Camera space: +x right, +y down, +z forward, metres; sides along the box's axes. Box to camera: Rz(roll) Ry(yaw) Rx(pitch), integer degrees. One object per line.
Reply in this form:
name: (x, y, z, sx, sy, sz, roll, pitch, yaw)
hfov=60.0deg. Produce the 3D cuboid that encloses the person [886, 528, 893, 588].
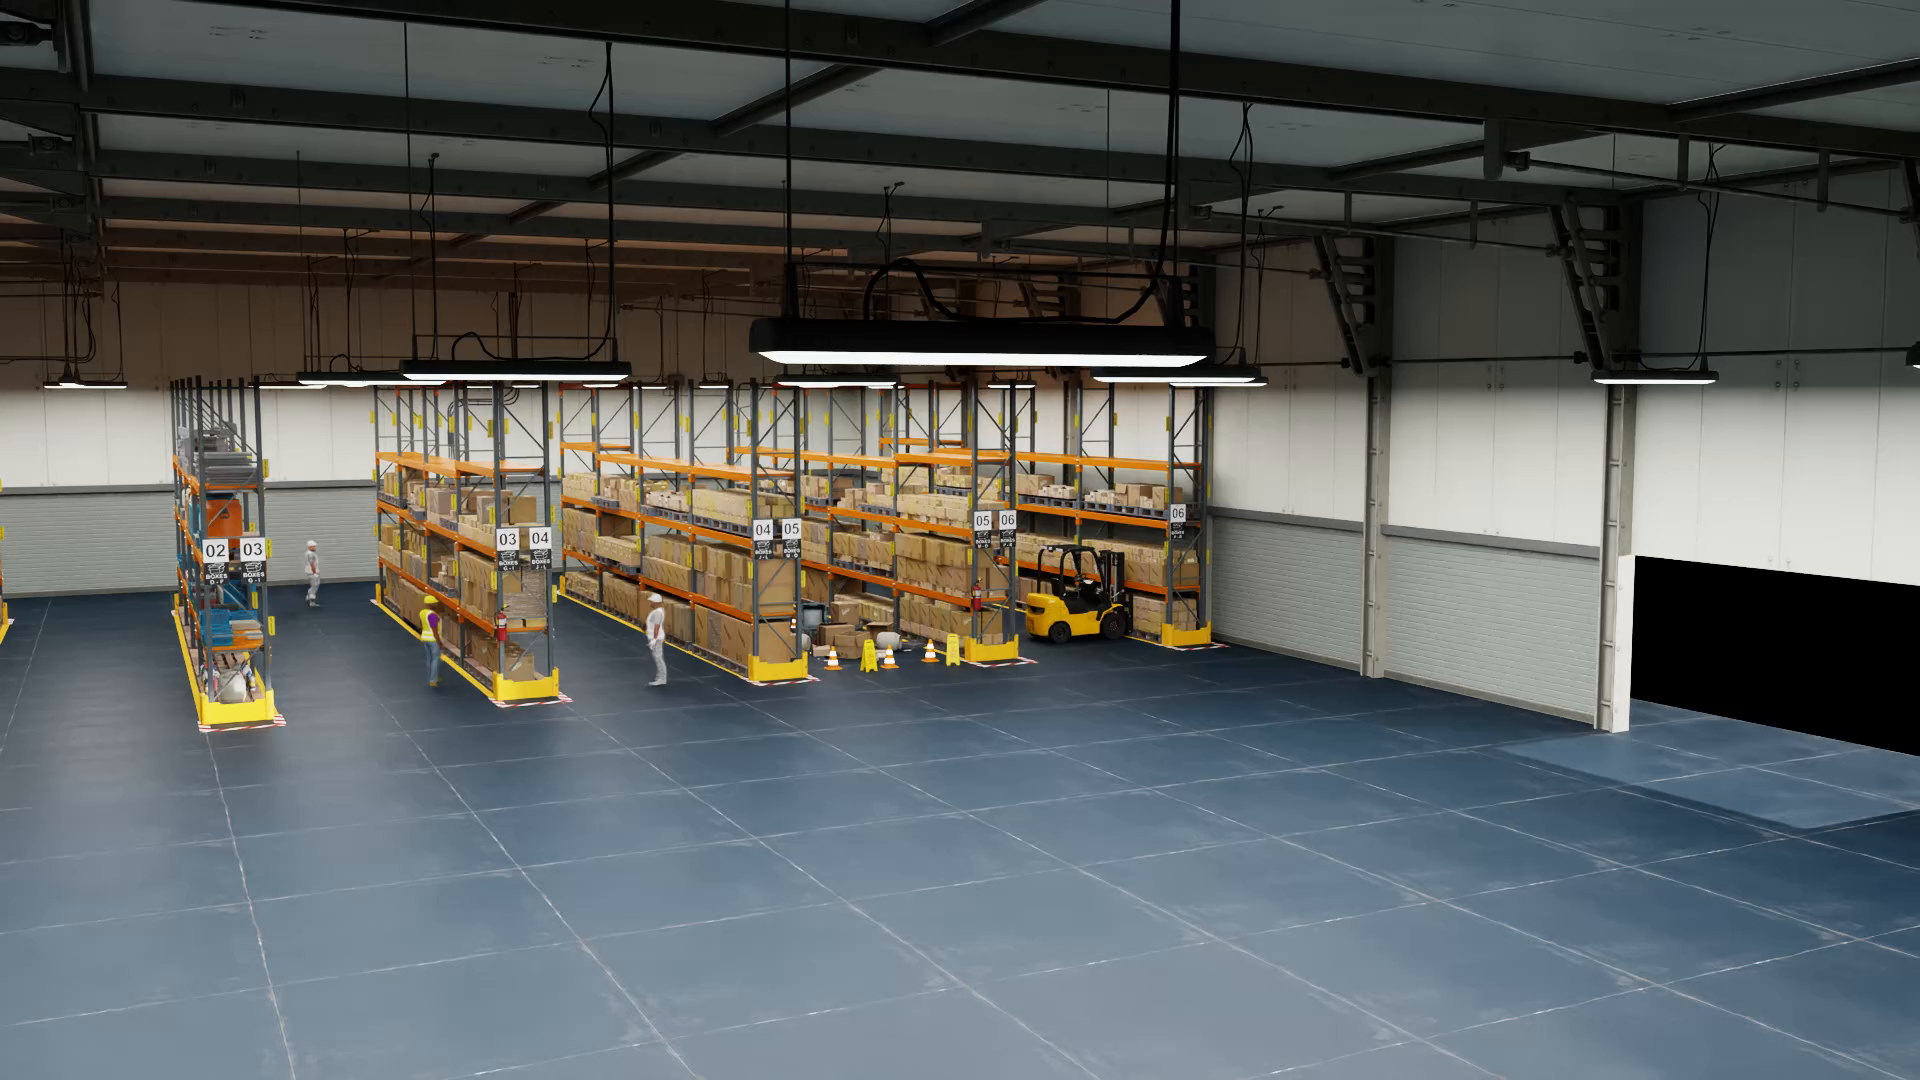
person: (-1.883, 0.510, 45.977, 0.440, 1.669, 0.317, 1, 5, 10)

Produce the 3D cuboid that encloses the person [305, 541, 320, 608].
person: (-17.119, 0.897, 44.024, 0.536, 1.782, 0.458, 4, 7, 40)

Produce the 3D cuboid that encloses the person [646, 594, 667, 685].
person: (-5.939, 1.953, 32.482, 0.375, 1.818, 0.634, -1, 5, -15)

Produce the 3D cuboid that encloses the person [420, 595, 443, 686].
person: (-10.298, 1.958, 32.582, 0.553, 1.767, 0.590, 3, 6, 32)
